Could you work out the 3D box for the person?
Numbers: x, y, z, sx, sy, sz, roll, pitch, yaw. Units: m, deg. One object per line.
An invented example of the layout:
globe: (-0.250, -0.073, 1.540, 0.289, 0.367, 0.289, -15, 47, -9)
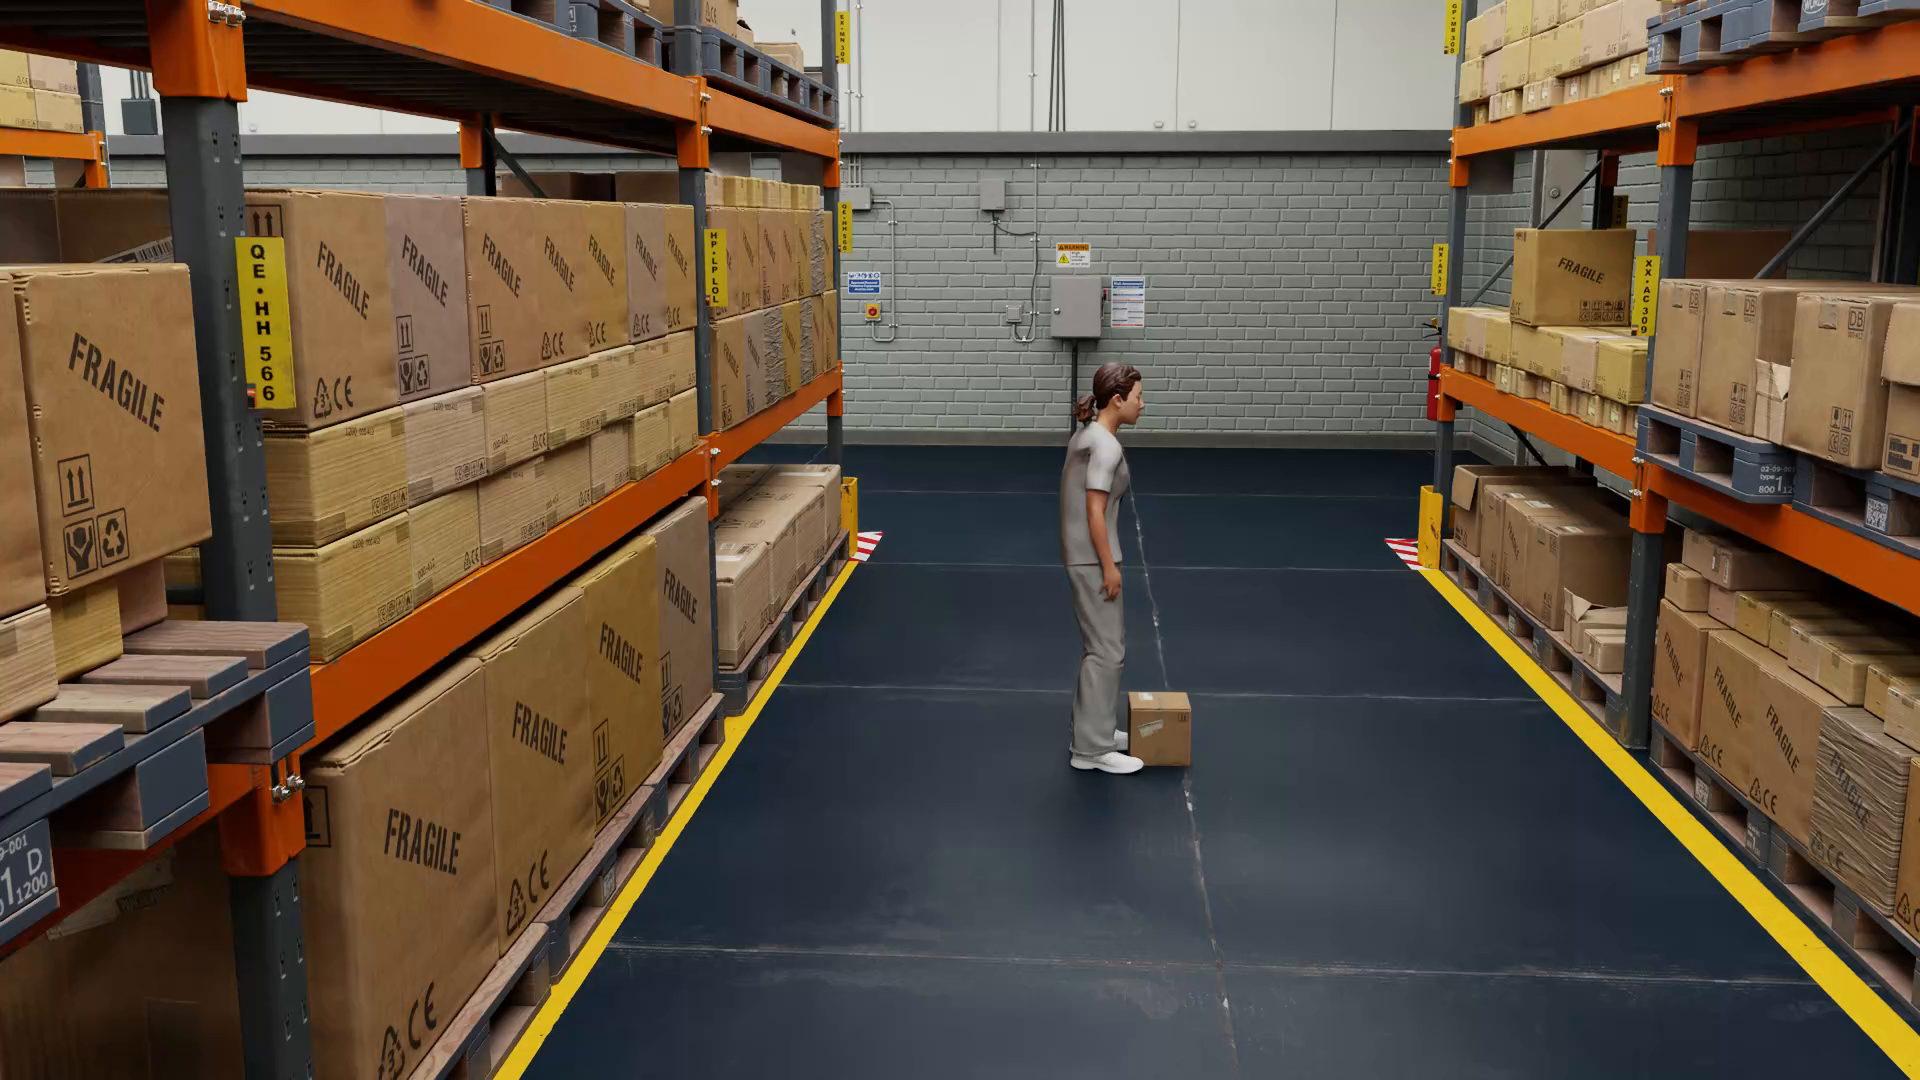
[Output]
person: (0.594, 0.099, 6.915, 0.368, 1.671, 0.503, 0, 11, 1)
